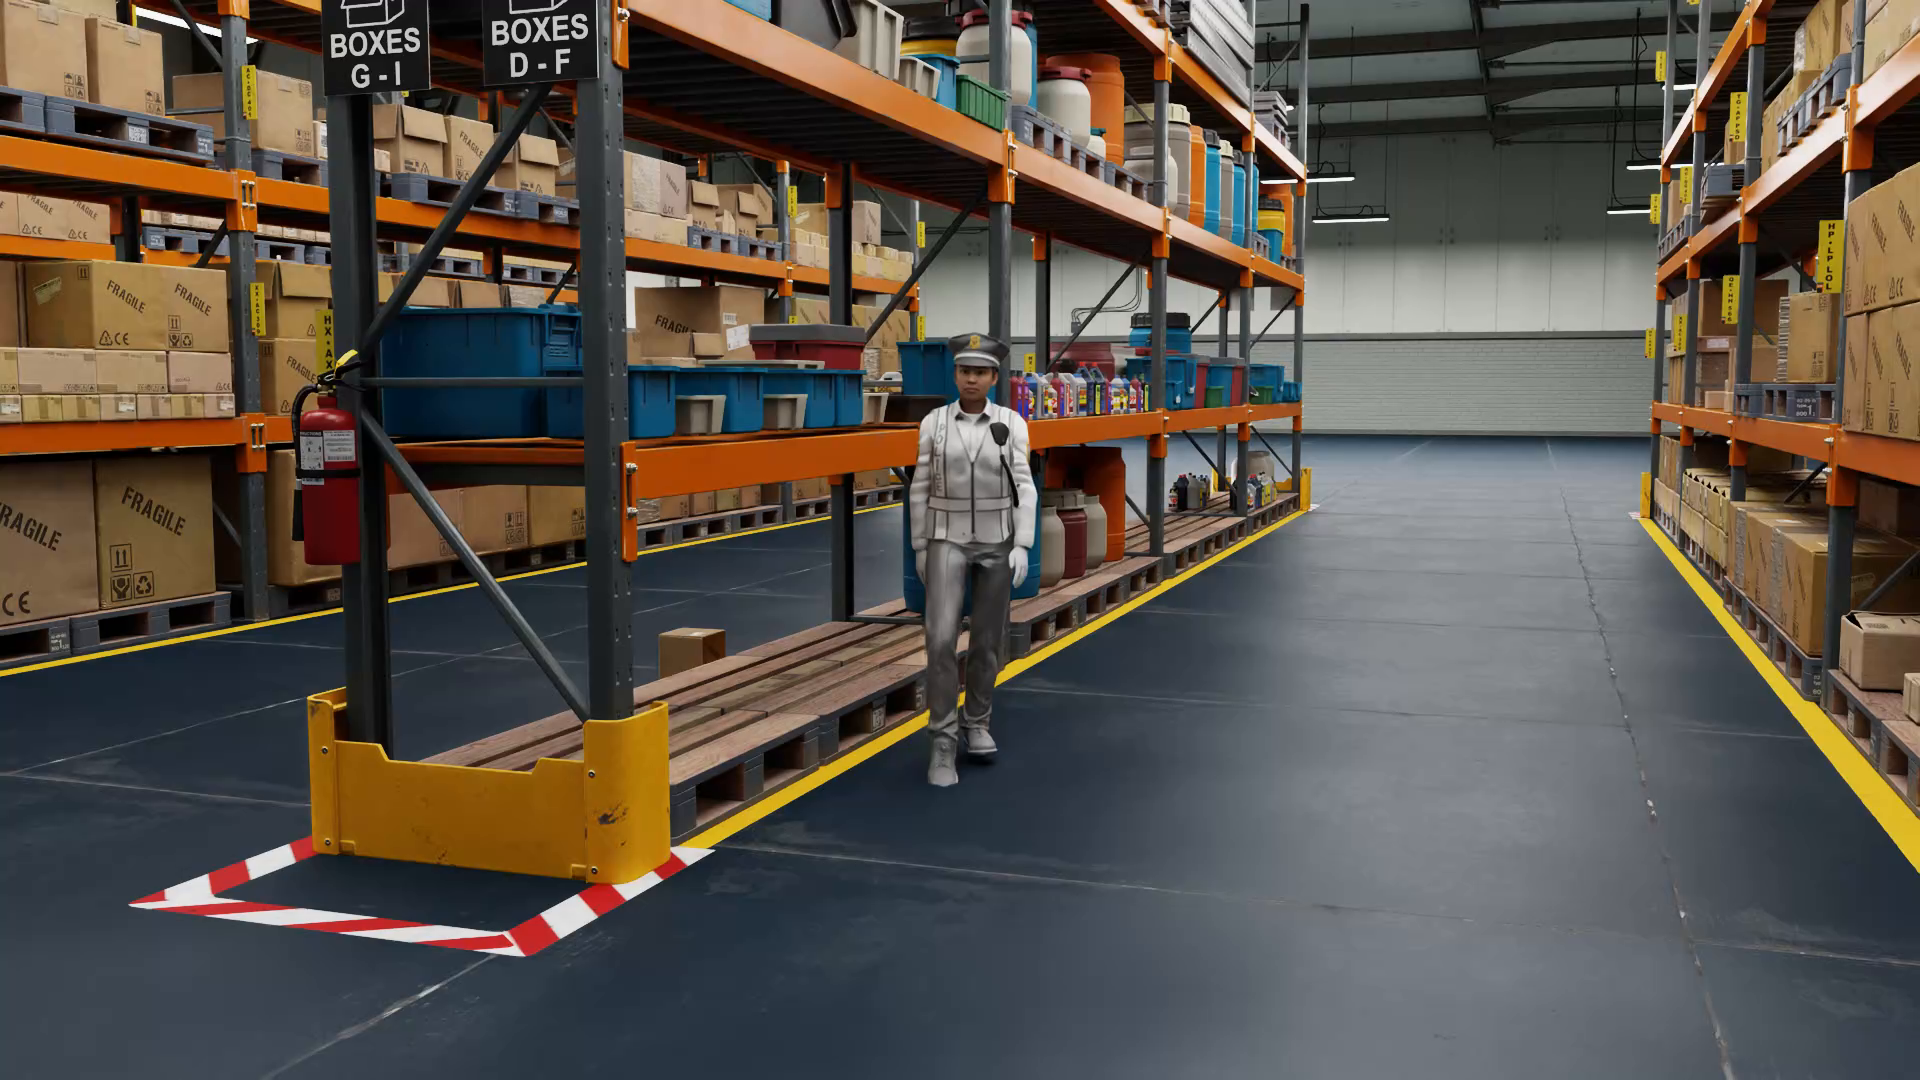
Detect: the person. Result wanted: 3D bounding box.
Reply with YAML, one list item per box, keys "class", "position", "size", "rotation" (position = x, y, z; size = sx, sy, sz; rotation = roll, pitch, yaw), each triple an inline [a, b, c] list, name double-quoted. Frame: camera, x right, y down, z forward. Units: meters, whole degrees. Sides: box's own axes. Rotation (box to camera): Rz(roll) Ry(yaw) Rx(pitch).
- class: "person"
  position: [0.053, 0.073, 6.472]
  size: [0.496, 1.745, 0.590]
  rotation: [0, 5, -3]
